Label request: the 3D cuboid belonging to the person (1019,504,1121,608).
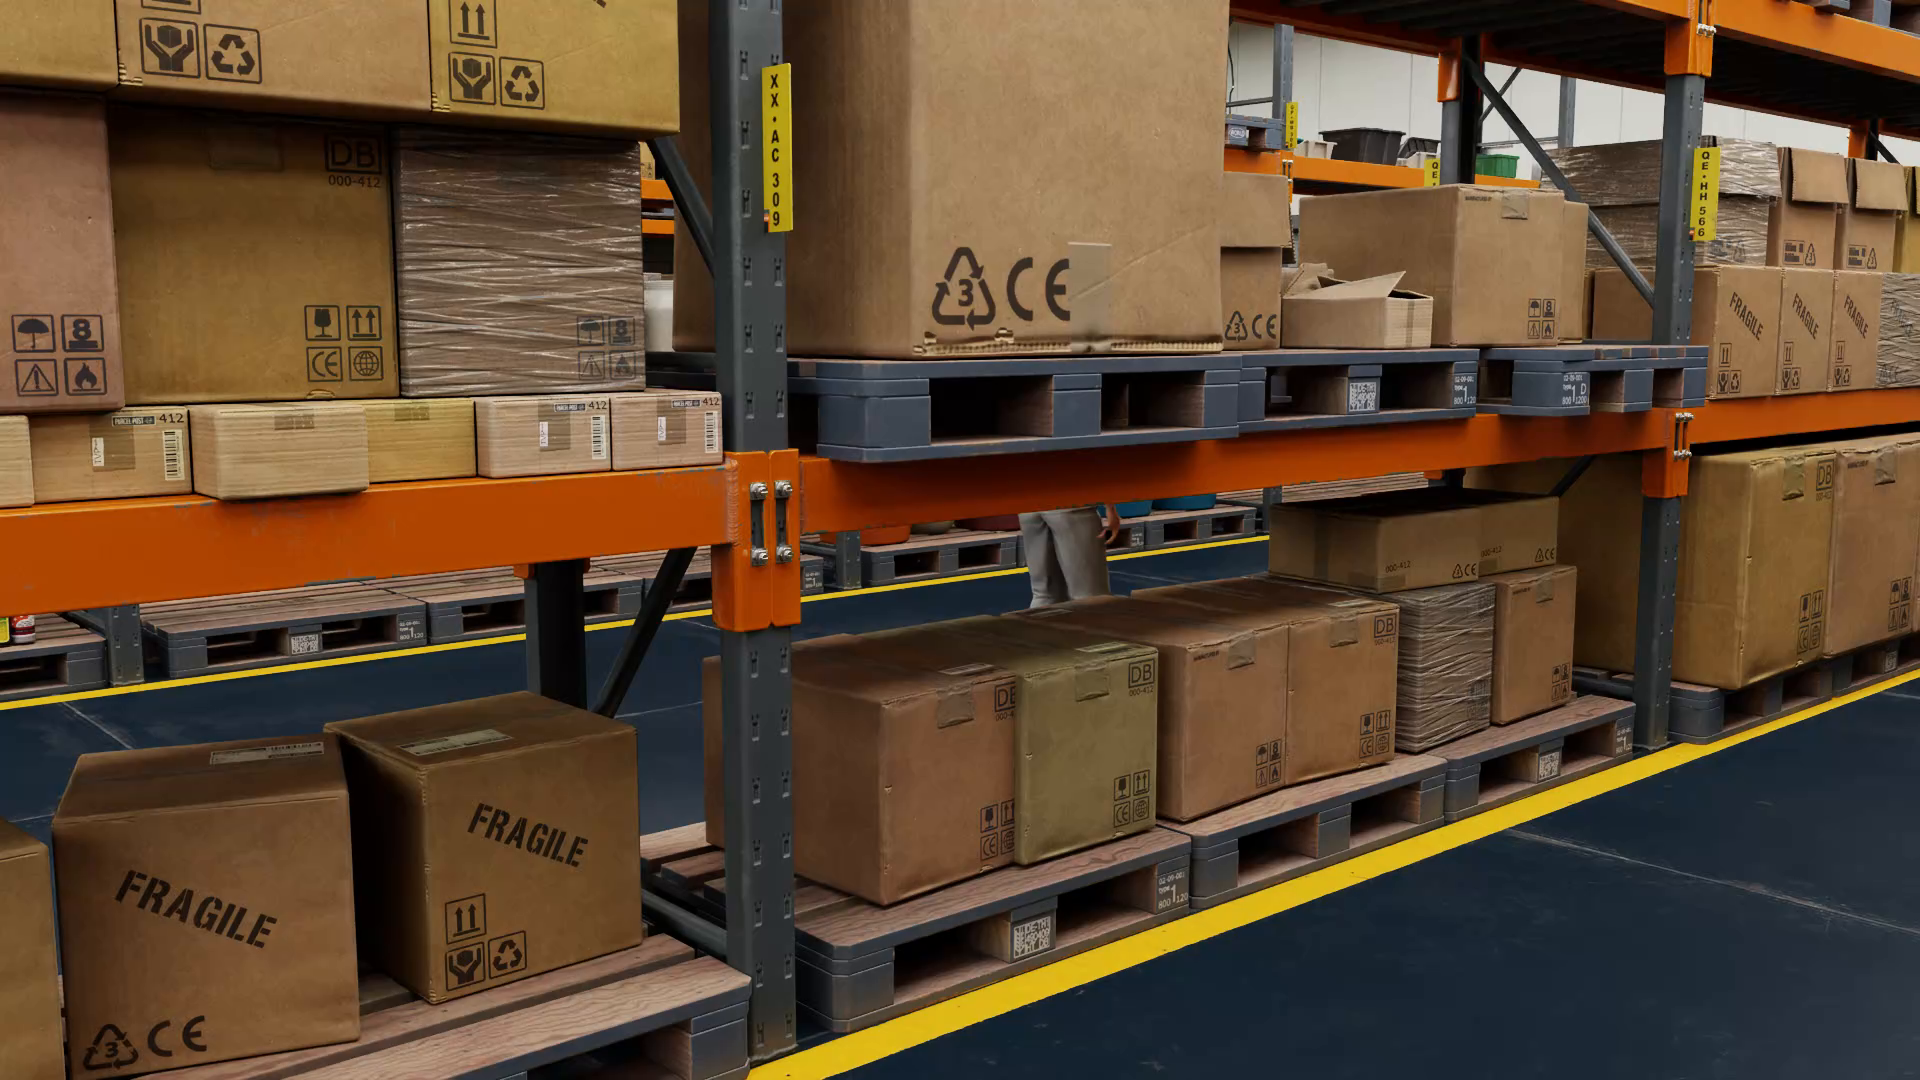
[{"bbox_3d":[0.422,-0.100,6.627,0.353,1.652,0.510,-7,10,-43],"label":"person"}]
